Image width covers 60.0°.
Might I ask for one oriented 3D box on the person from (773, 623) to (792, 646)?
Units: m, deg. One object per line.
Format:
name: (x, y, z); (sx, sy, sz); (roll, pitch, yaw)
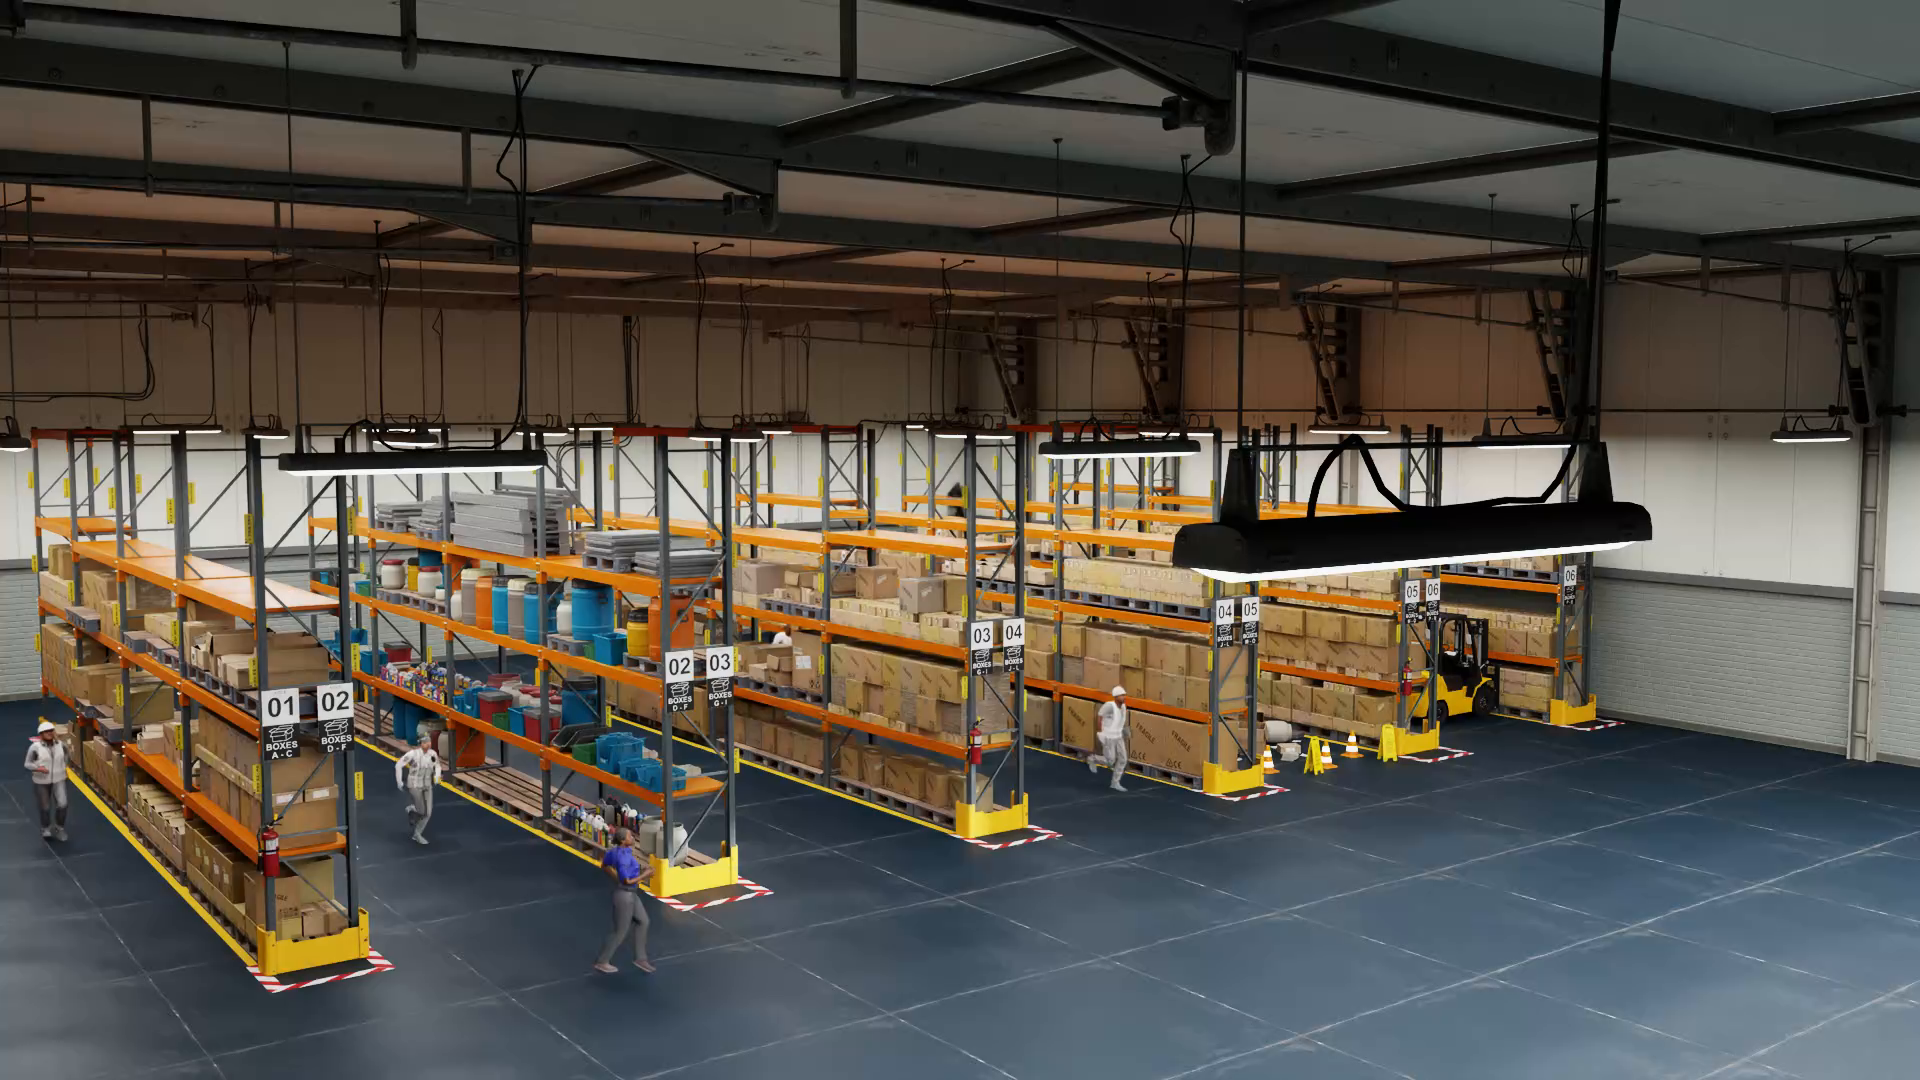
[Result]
person: (-3.786, 2.620, 36.181); (0.663, 1.773, 1.109); (-3, 5, -31)

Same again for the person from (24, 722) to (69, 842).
person: (-13.320, 3.546, 24.328); (0.644, 1.794, 0.737); (-4, 6, -40)

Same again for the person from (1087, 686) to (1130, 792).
person: (2.495, 3.300, 27.828); (0.786, 1.745, 0.699); (4, 6, 43)

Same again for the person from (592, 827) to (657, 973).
person: (-3.747, 4.044, 18.562); (0.728, 1.713, 0.559); (-1, 5, -12)

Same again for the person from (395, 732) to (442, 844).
person: (-7.904, 3.617, 24.355); (0.641, 1.650, 0.653); (4, 6, 44)
